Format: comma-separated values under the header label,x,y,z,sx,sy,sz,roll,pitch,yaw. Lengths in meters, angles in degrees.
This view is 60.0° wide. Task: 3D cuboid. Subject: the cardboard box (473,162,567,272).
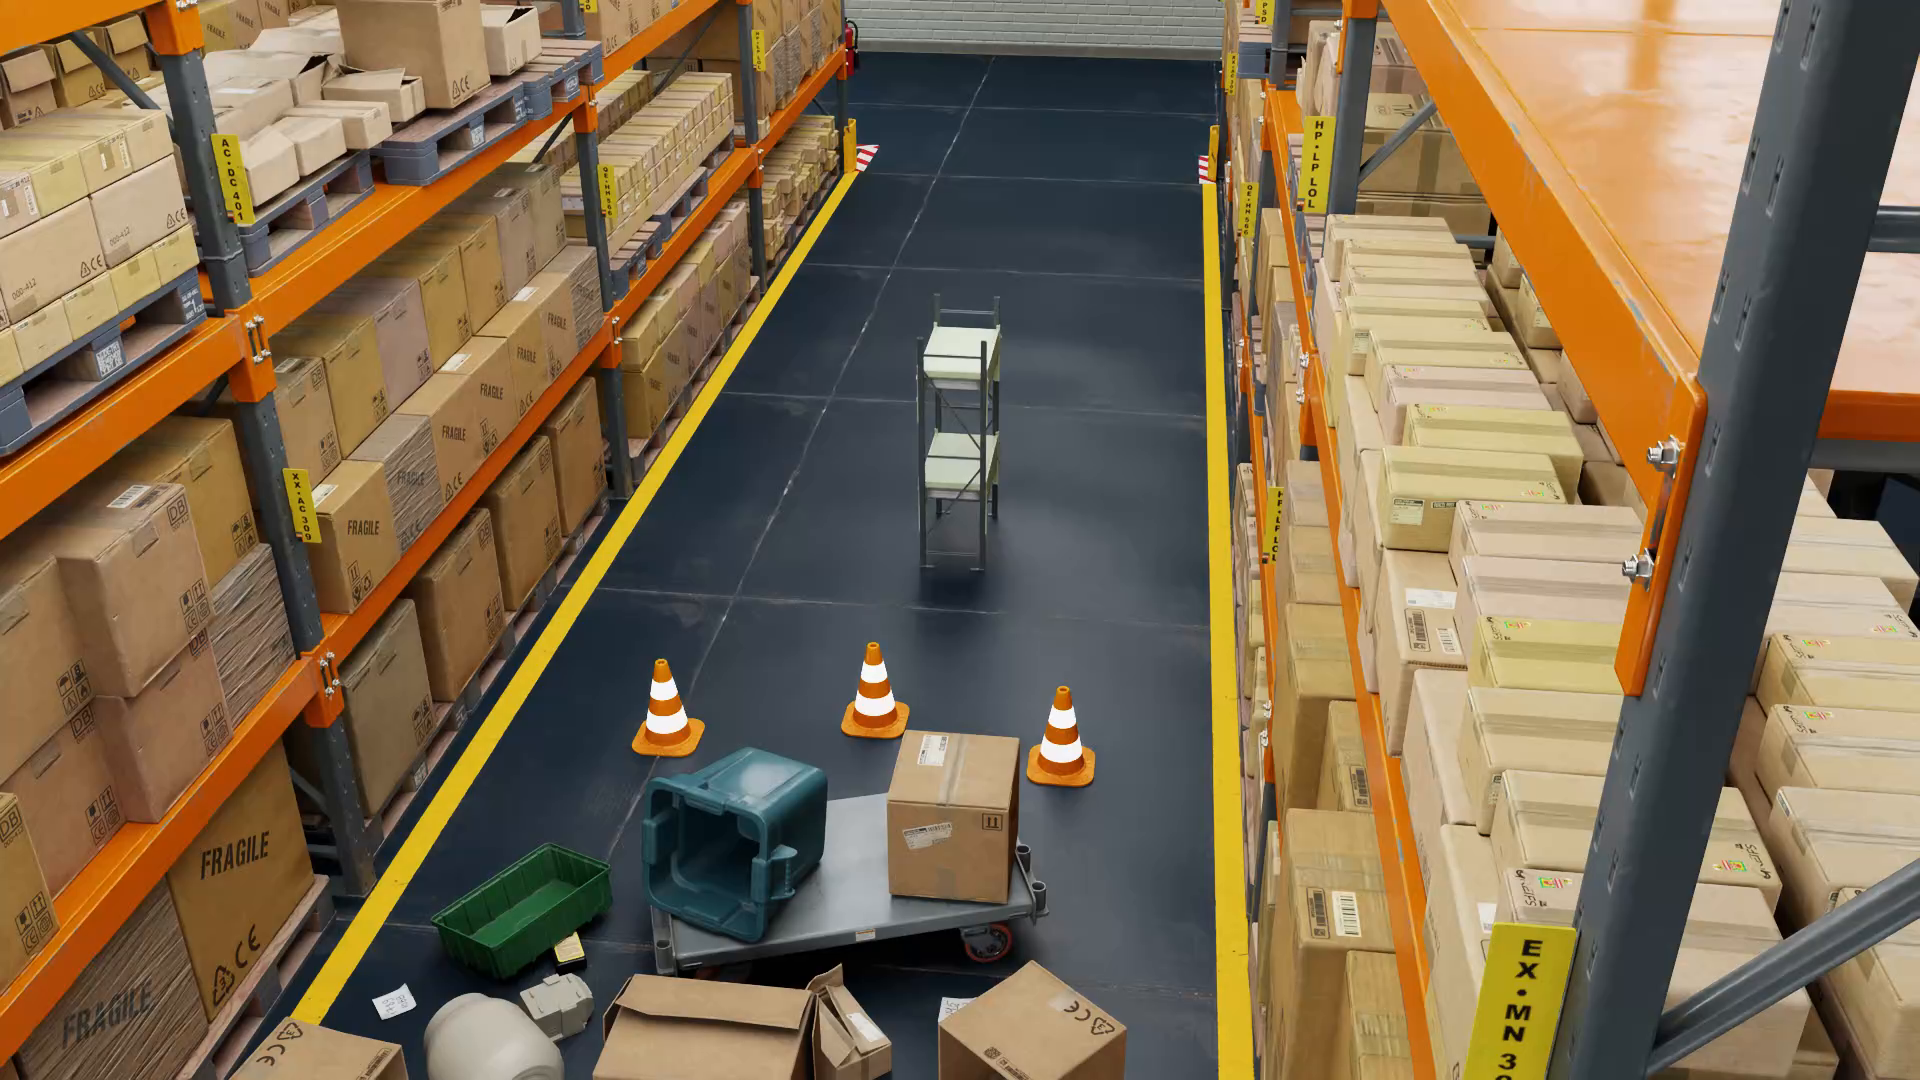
label,x,y,z,sx,sy,sz,roll,pitch,yaw
cardboard box,-2.750,-1.907,9.760,0.700,0.500,0.500,3,28,6

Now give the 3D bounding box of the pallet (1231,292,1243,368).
label,x,y,z,sx,sy,sz,roll,pitch,yaw
pallet,2.710,-1.681,13.440,1.003,0.211,1.213,3,28,6

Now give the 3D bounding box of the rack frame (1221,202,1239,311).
label,x,y,z,sx,sy,sz,roll,pitch,yaw
rack frame,2.730,-3.276,13.461,1.000,3.000,0.127,3,28,6

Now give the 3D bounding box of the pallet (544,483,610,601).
label,x,y,z,sx,sy,sz,roll,pitch,yaw
pallet,-2.857,-0.039,10.392,1.003,0.211,1.213,3,28,6

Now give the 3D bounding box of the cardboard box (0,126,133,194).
label,x,y,z,sx,sy,sz,roll,pitch,yaw
cardboard box,-2.935,-1.231,5.378,0.380,0.149,0.250,3,28,6

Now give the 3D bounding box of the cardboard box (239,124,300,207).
label,x,y,z,sx,sy,sz,roll,pitch,yaw
cardboard box,-2.854,-1.511,6.614,0.258,0.266,0.396,3,28,5

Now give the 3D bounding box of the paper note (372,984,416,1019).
label,x,y,z,sx,sy,sz,roll,pitch,yaw
paper note,-2.359,1.925,6.936,0.147,0.020,0.142,-17,33,-29

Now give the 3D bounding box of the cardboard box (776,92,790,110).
label,x,y,z,sx,sy,sz,roll,pitch,yaw
cardboard box,-1.762,-4.017,15.101,0.380,0.149,0.250,4,29,7

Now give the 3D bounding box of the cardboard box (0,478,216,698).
label,x,y,z,sx,sy,sz,roll,pitch,yaw
cardboard box,-3.207,0.145,5.813,0.875,0.550,0.550,3,28,6

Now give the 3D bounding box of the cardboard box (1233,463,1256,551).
label,x,y,z,sx,sy,sz,roll,pitch,yaw
cardboard box,2.161,-0.156,9.997,0.950,0.372,0.625,1,28,3

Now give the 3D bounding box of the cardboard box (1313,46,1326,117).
label,x,y,z,sx,sy,sz,roll,pitch,yaw
cardboard box,2.081,-2.040,7.894,0.797,0.503,0.637,3,28,6

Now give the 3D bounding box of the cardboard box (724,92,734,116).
label,x,y,z,sx,sy,sz,roll,pitch,yaw
cardboard box,-2.048,-3.523,13.427,0.380,0.149,0.250,4,29,8

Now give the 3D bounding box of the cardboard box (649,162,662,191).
label,x,y,z,sx,sy,sz,roll,pitch,yaw
cardboard box,-2.304,-2.544,11.611,0.380,0.149,0.250,3,28,6

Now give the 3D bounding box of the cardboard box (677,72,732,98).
label,x,y,z,sx,sy,sz,roll,pitch,yaw
cardboard box,-2.051,-3.652,13.354,0.380,0.149,0.250,5,29,9

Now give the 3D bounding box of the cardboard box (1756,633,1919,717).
label,x,y,z,sx,sy,sz,roll,pitch,yaw
cardboard box,1.717,0.308,3.069,0.380,0.149,0.250,3,28,6

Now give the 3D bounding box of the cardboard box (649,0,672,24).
label,x,y,z,sx,sy,sz,roll,pitch,yaw
cardboard box,-2.241,-3.723,11.022,0.500,0.500,0.500,3,28,6

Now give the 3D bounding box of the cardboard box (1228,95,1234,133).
label,x,y,z,sx,sy,sz,roll,pitch,yaw
cardboard box,2.591,-3.796,14.320,0.500,0.500,0.500,3,28,5

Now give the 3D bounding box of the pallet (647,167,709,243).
label,x,y,z,sx,sy,sz,roll,pitch,yaw
pallet,-2.483,-2.483,12.191,1.003,0.211,1.213,3,28,6

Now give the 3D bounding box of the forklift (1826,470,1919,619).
label,x,y,z,sx,sy,sz,roll,pitch,yaw
forklift,5.056,-0.853,9.035,1.130,2.935,3.031,-13,31,-23

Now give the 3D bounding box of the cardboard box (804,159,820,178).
label,x,y,z,sx,sy,sz,roll,pitch,yaw
cardboard box,-1.599,-3.706,16.508,0.380,0.149,0.250,4,29,7

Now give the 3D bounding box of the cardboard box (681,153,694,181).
label,x,y,z,sx,sy,sz,roll,pitch,yaw
cardboard box,-2.204,-2.779,12.360,0.380,0.149,0.250,5,29,8

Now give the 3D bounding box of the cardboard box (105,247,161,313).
label,x,y,z,sx,sy,sz,roll,pitch,yaw
cardboard box,-2.933,-0.881,5.569,0.380,0.149,0.250,4,29,7

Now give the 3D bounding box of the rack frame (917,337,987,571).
label,x,y,z,sx,sy,sz,roll,pitch,yaw
rack frame,-0.046,-0.485,9.861,0.400,1.500,0.023,3,28,6

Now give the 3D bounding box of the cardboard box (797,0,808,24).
label,x,y,z,sx,sy,sz,roll,pitch,yaw
cardboard box,-1.693,-5.052,15.283,0.500,0.500,0.500,2,28,4

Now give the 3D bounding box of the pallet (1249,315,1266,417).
label,x,y,z,sx,sy,sz,roll,pitch,yaw
pallet,2.258,-0.967,9.377,1.213,0.211,1.003,3,28,6

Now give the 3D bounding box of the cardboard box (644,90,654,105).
label,x,y,z,sx,sy,sz,roll,pitch,yaw
cardboard box,-2.700,-3.563,13.501,0.380,0.149,0.250,4,29,7

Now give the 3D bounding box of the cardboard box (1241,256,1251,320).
label,x,y,z,sx,sy,sz,roll,pitch,yaw
cardboard box,2.044,-1.581,10.471,0.500,0.250,0.500,2,28,4

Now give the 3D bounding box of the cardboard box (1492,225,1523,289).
label,x,y,z,sx,sy,sz,roll,pitch,yaw
cardboard box,1.928,-0.910,5.330,0.380,0.149,0.250,4,29,7

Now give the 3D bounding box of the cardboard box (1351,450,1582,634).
label,x,y,z,sx,sy,sz,roll,pitch,yaw
cardboard box,1.236,0.011,4.041,0.500,0.250,0.500,4,29,7

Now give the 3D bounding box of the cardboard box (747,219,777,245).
label,x,y,z,sx,sy,sz,roll,pitch,yaw
cardboard box,-1.833,-2.729,14.695,0.380,0.149,0.250,5,29,9

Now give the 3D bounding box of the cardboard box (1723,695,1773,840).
label,x,y,z,sx,sy,sz,roll,pitch,yaw
cardboard box,1.657,0.529,3.079,0.500,0.250,0.500,3,28,5

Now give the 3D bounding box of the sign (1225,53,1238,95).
label,x,y,z,sx,sy,sz,roll,pitch,yaw
sign,2.179,-3.724,13.295,0.100,0.325,0.005,3,28,6

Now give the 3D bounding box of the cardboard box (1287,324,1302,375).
label,x,y,z,sx,sy,sz,roll,pitch,yaw
cardboard box,1.664,-0.842,7.397,0.380,0.149,0.250,2,28,4

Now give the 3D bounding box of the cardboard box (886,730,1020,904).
label,x,y,z,sx,sy,sz,roll,pitch,yaw
cardboard box,-0.021,1.167,7.050,0.500,0.500,0.500,3,28,6

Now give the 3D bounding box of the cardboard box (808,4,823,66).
label,x,y,z,sx,sy,sz,roll,pitch,yaw
cardboard box,-1.626,-4.866,15.993,0.500,0.500,0.500,3,29,6

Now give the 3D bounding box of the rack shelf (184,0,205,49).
label,x,y,z,sx,sy,sz,roll,pitch,yaw
rack shelf,-2.930,-2.840,7.507,1.077,0.370,4.000,3,28,6

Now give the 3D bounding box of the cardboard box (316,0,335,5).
label,x,y,z,sx,sy,sz,roll,pitch,yaw
cardboard box,-6.414,-5.886,17.358,0.500,0.500,0.500,4,29,7

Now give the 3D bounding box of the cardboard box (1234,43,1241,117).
label,x,y,z,sx,sy,sz,roll,pitch,yaw
cardboard box,2.391,-3.570,12.847,0.500,0.500,0.500,4,29,7

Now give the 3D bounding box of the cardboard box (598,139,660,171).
label,x,y,z,sx,sy,sz,roll,pitch,yaw
cardboard box,-2.307,-2.670,11.530,0.380,0.149,0.250,5,29,9

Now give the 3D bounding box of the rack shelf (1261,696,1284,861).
label,x,y,z,sx,sy,sz,roll,pitch,yaw
rack shelf,1.505,1.748,4.894,1.077,0.370,4.000,3,28,6

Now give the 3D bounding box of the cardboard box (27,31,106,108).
label,x,y,z,sx,sy,sz,roll,pitch,yaw
cardboard box,-7.271,-3.714,13.111,0.797,0.503,0.637,4,29,7

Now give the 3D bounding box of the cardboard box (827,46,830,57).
label,x,y,z,sx,sy,sz,roll,pitch,yaw
cardboard box,-1.532,-5.004,16.933,0.380,0.149,0.250,3,28,6

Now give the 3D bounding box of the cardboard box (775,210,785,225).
label,x,y,z,sx,sy,sz,roll,pitch,yaw
cardboard box,-1.839,-2.967,15.449,0.380,0.149,0.250,3,28,5

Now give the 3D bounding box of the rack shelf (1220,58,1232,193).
label,x,y,z,sx,sy,sz,roll,pitch,yaw
rack shelf,2.975,-3.901,15.379,1.077,0.370,4.000,3,28,6

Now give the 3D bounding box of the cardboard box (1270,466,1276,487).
label,x,y,z,sx,sy,sz,roll,pitch,yaw
cardboard box,1.612,-0.210,7.591,0.380,0.149,0.250,4,29,7

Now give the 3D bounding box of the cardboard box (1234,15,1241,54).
label,x,y,z,sx,sy,sz,roll,pitch,yaw
cardboard box,2.514,-3.999,13.642,0.500,0.500,0.500,3,28,6

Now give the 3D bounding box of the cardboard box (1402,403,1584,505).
label,x,y,z,sx,sy,sz,roll,pitch,yaw
cardboard box,1.279,-0.206,4.023,0.380,0.149,0.250,4,29,7

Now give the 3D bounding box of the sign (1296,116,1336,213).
label,x,y,z,sx,sy,sz,roll,pitch,yaw
sign,1.198,-1.263,5.600,0.100,0.325,0.005,3,28,6

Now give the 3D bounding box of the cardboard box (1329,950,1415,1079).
label,x,y,z,sx,sy,sz,roll,pitch,yaw
cardboard box,1.175,1.266,3.556,0.700,0.500,0.500,4,29,7

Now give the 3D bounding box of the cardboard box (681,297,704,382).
label,x,y,z,sx,sy,sz,roll,pitch,yaw
cardboard box,-2.229,-1.515,12.384,0.500,0.500,0.500,3,28,5

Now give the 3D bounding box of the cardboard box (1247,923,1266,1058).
label,x,y,z,sx,sy,sz,roll,pitch,yaw
cardboard box,1.409,1.777,6.537,0.500,0.250,0.500,2,28,4

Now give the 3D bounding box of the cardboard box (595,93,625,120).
label,x,y,z,sx,sy,sz,roll,pitch,yaw
cardboard box,-2.795,-3.324,12.745,0.380,0.149,0.250,3,28,6

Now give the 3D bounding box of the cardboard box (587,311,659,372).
label,x,y,z,sx,sy,sz,roll,pitch,yaw
cardboard box,-2.361,-1.359,11.303,0.500,0.250,0.500,2,28,4

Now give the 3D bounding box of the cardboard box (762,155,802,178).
label,x,y,z,sx,sy,sz,roll,pitch,yaw
cardboard box,-1.731,-3.592,15.983,0.380,0.149,0.250,3,29,6

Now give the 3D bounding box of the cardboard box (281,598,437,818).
label,x,y,z,sx,sy,sz,roll,pitch,yaw
cardboard box,-3.189,0.757,7.903,1.050,0.750,0.750,3,28,6

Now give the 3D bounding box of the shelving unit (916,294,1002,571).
label,x,y,z,sx,sy,sz,roll,pitch,yaw
shelving unit,-0.001,-0.657,10.181,0.431,1.500,0.755,3,28,6
